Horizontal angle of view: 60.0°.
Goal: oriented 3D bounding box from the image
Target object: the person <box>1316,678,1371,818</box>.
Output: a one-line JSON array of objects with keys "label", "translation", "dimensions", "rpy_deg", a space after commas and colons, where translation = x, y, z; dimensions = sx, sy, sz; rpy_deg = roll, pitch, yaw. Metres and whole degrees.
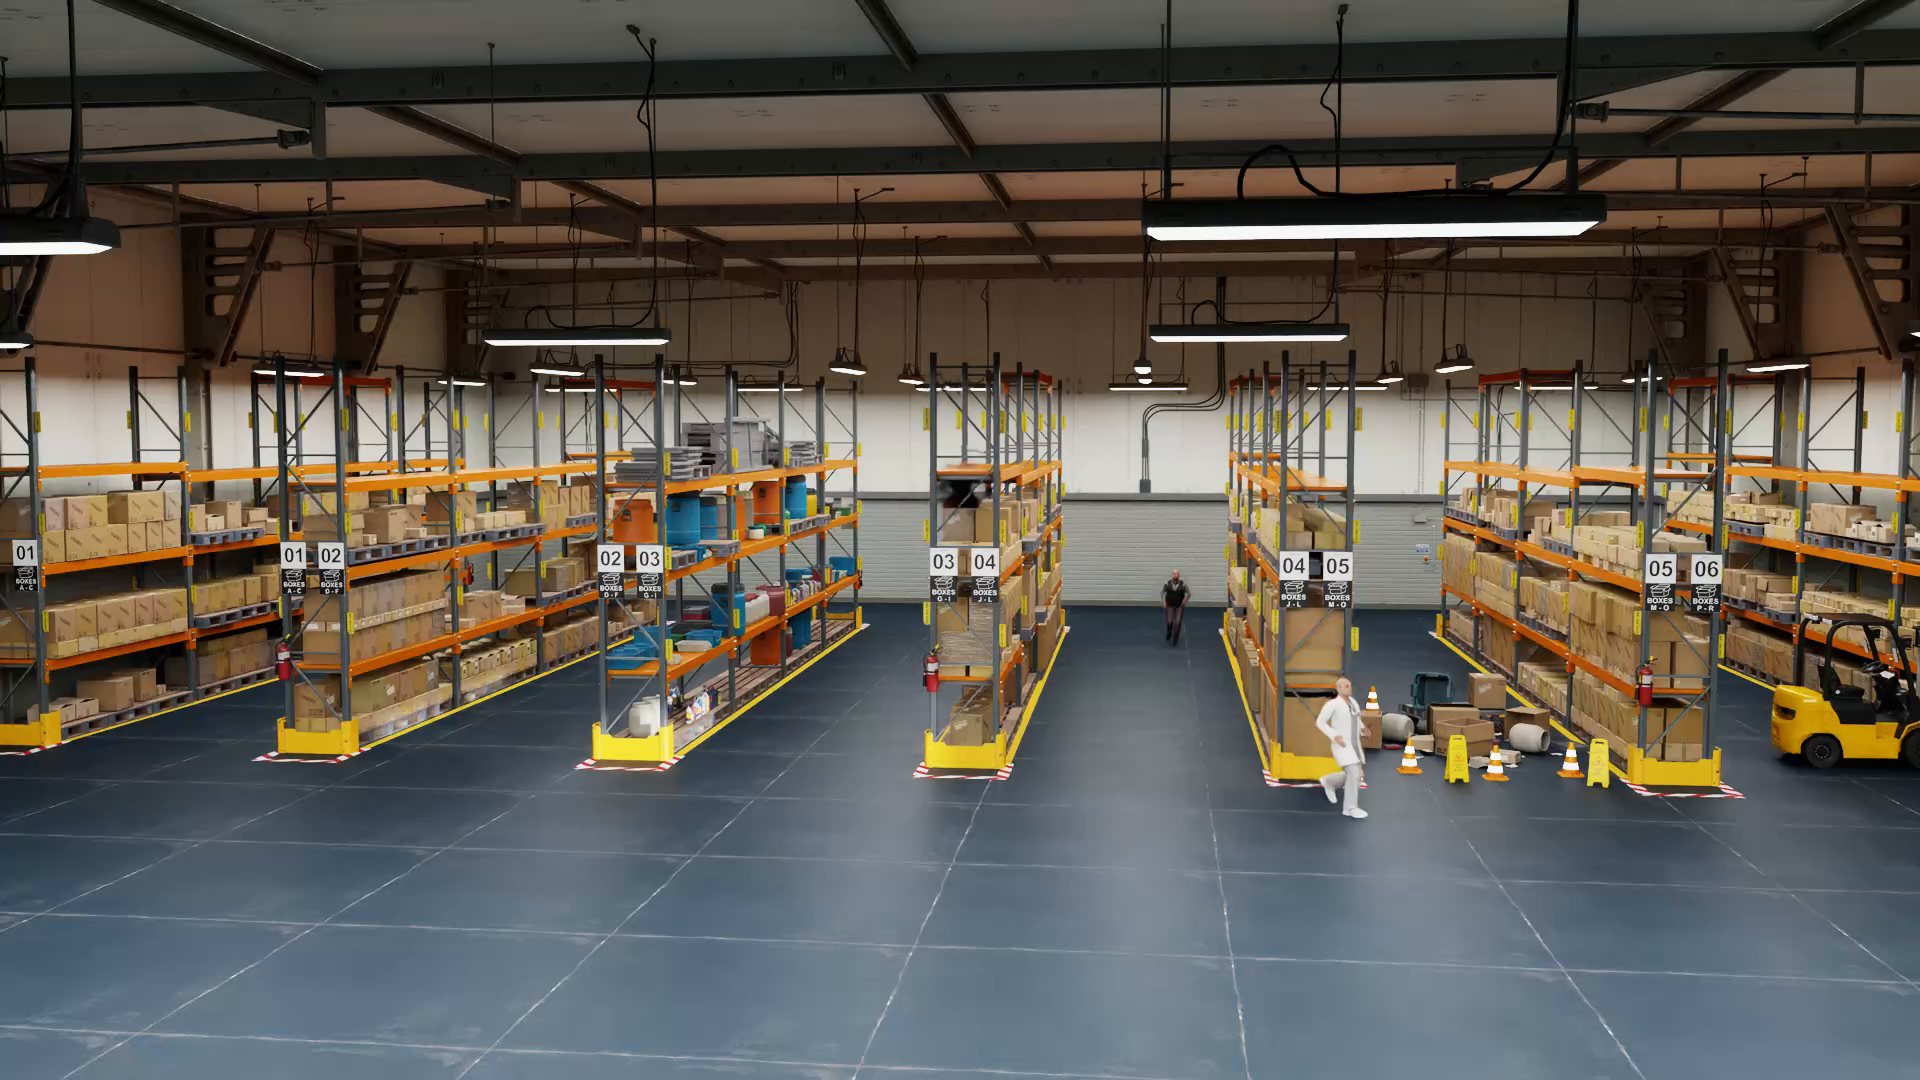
[{"label": "person", "translation": [4.885, 2.631, 21.236], "dimensions": [0.716, 1.736, 0.837], "rpy_deg": [-3, 5, -38]}]

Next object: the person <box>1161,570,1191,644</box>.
[{"label": "person", "translation": [4.870, 1.510, 37.534], "dimensions": [0.673, 1.689, 0.575], "rpy_deg": [1, 4, 8]}]
